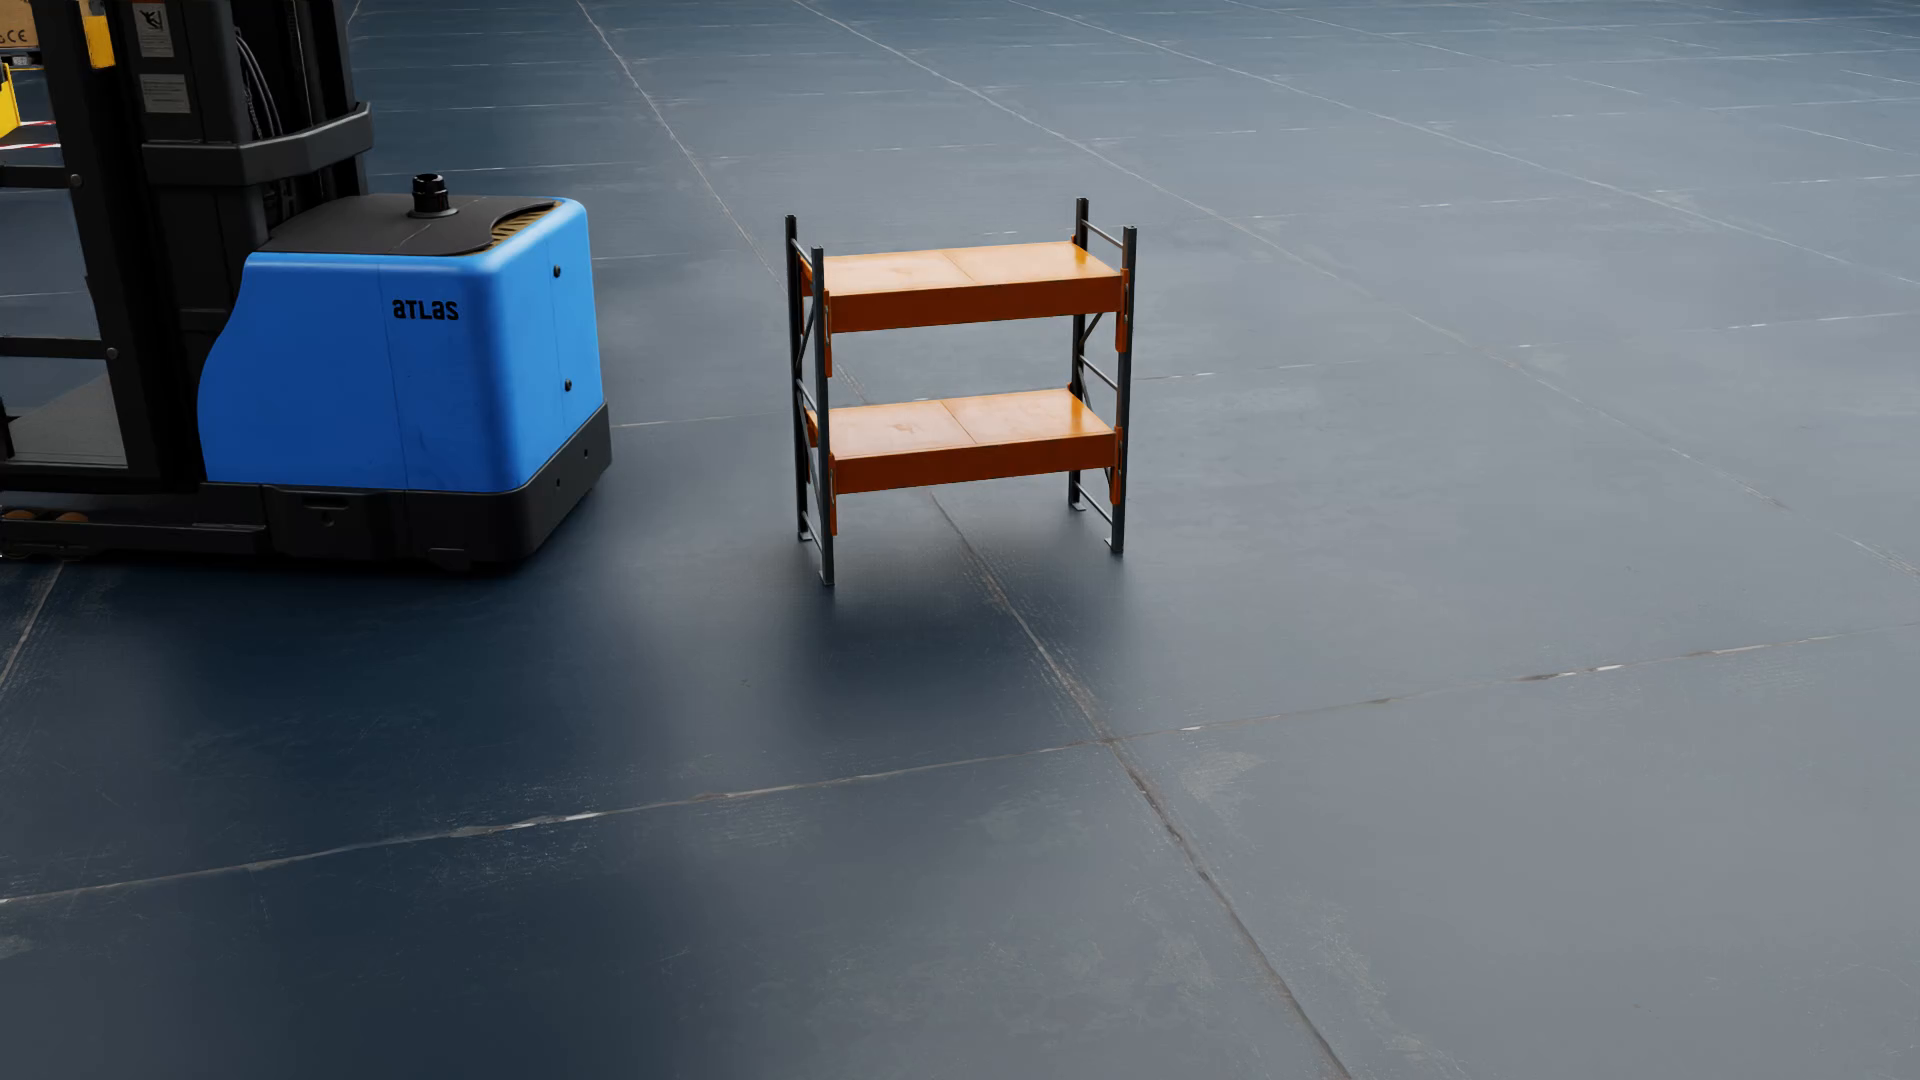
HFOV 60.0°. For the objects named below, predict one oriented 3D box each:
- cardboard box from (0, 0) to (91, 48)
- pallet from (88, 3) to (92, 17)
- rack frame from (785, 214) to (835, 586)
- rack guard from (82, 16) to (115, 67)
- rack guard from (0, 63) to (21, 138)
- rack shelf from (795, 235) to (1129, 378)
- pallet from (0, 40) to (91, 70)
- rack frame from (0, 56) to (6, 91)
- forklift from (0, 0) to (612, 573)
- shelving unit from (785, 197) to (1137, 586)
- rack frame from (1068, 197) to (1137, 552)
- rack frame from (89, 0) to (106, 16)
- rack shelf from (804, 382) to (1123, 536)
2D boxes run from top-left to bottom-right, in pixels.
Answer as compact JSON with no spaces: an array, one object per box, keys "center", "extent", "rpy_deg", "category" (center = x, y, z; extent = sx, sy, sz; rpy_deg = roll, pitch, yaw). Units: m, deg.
[{"center":[-9.696,-5.659,17.379],"extent":[0.875,0.875,0.875],"rpy_deg":[-6,24,-14],"category":"cardboard box"},{"center":[-11.360,-7.045,21.985],"extent":[1.213,0.211,1.003],"rpy_deg":[-6,24,-14],"category":"pallet"},{"center":[-0.496,-0.462,5.484],"extent":[0.032,1.125,0.500],"rpy_deg":[-6,24,-14],"category":"rack frame"},{"center":[-9.038,-5.393,17.769],"extent":[0.348,0.500,1.175],"rpy_deg":[-6,24,-14],"category":"rack guard"},{"center":[-7.891,-3.489,13.330],"extent":[0.348,0.500,1.175],"rpy_deg":[-6,24,-14],"category":"rack guard"},{"center":[-0.007,-0.785,5.495],"extent":[1.000,0.278,0.538],"rpy_deg":[-6,24,-14],"category":"rack shelf"},{"center":[-9.809,-5.143,17.552],"extent":[1.213,0.211,1.003],"rpy_deg":[-6,24,-14],"category":"pallet"},{"center":[-7.818,-4.645,12.856],"extent":[0.127,3.000,1.000],"rpy_deg":[-6,24,-14],"category":"rack frame"},{"center":[-2.879,-1.474,5.552],"extent":[3.031,2.935,1.130],"rpy_deg":[3,23,6],"category":"forklift"},{"center":[-0.007,-0.516,5.610],"extent":[1.048,1.125,0.538],"rpy_deg":[-6,24,-14],"category":"shelving unit"},{"center":[0.483,-0.570,5.736],"extent":[0.032,1.125,0.500],"rpy_deg":[-6,24,-14],"category":"rack frame"},{"center":[-9.061,-6.539,17.270],"extent":[0.127,3.000,1.000],"rpy_deg":[-6,24,-14],"category":"rack frame"},{"center":[-0.007,-0.292,5.706],"extent":[1.000,0.278,0.538],"rpy_deg":[-6,24,-14],"category":"rack shelf"}]
